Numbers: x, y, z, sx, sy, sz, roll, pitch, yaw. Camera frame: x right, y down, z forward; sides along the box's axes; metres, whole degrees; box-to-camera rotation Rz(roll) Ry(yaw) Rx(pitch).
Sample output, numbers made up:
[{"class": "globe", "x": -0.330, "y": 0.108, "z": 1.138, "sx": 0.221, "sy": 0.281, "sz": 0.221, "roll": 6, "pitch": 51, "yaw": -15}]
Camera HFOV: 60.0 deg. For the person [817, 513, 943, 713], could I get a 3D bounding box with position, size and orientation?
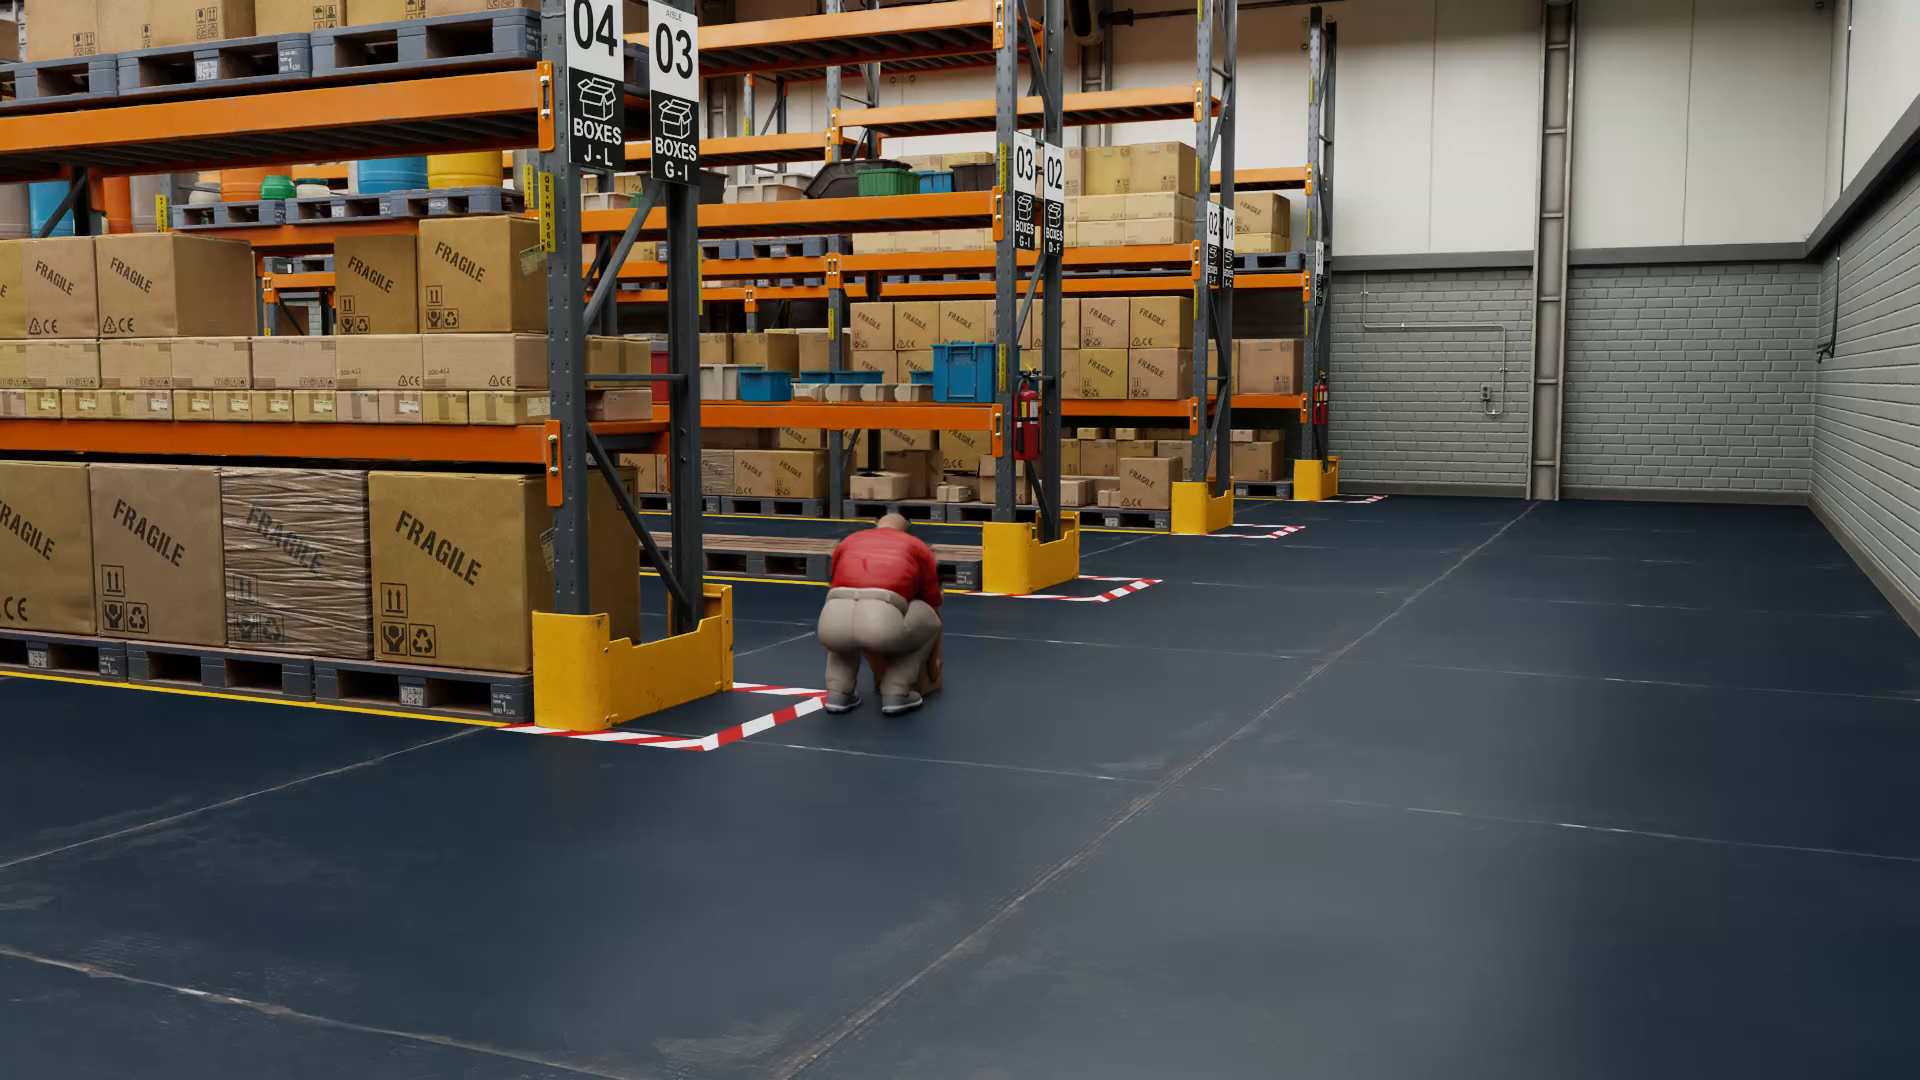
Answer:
[{"class": "person", "x": -0.373, "y": 0.336, "z": 7.690, "sx": 0.549, "sy": 0.865, "sz": 0.880, "roll": 2, "pitch": 6, "yaw": 17}]
